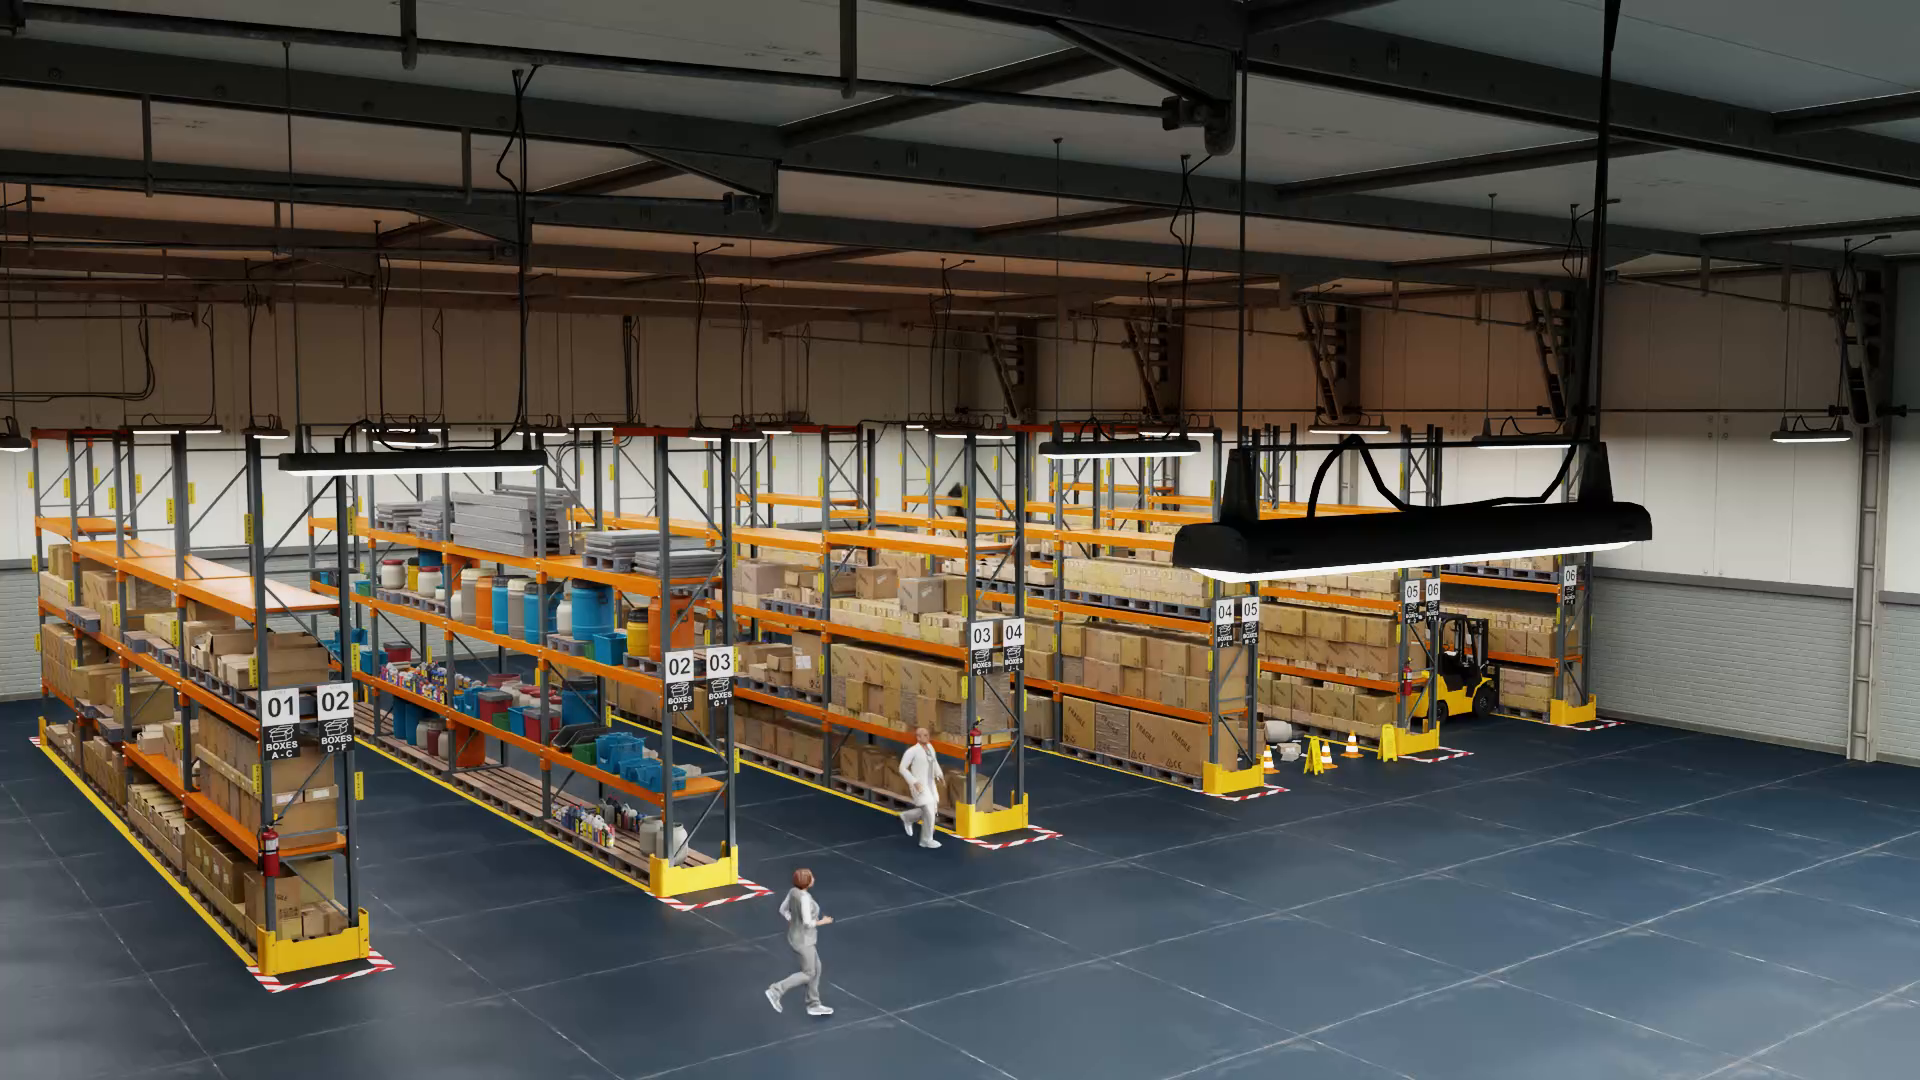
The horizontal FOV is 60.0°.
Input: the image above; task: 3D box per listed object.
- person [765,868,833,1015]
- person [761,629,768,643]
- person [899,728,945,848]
[{"bbox_3d":[-1.679,4.190,17.273,0.730,1.562,0.546,-2,5,-20],"label":"person"},{"bbox_3d":[-4.343,2.712,36.029,0.576,1.584,0.571,-3,5,-35],"label":"person"},{"bbox_3d":[-0.595,3.572,24.079,0.782,1.723,0.754,3,6,36],"label":"person"}]
